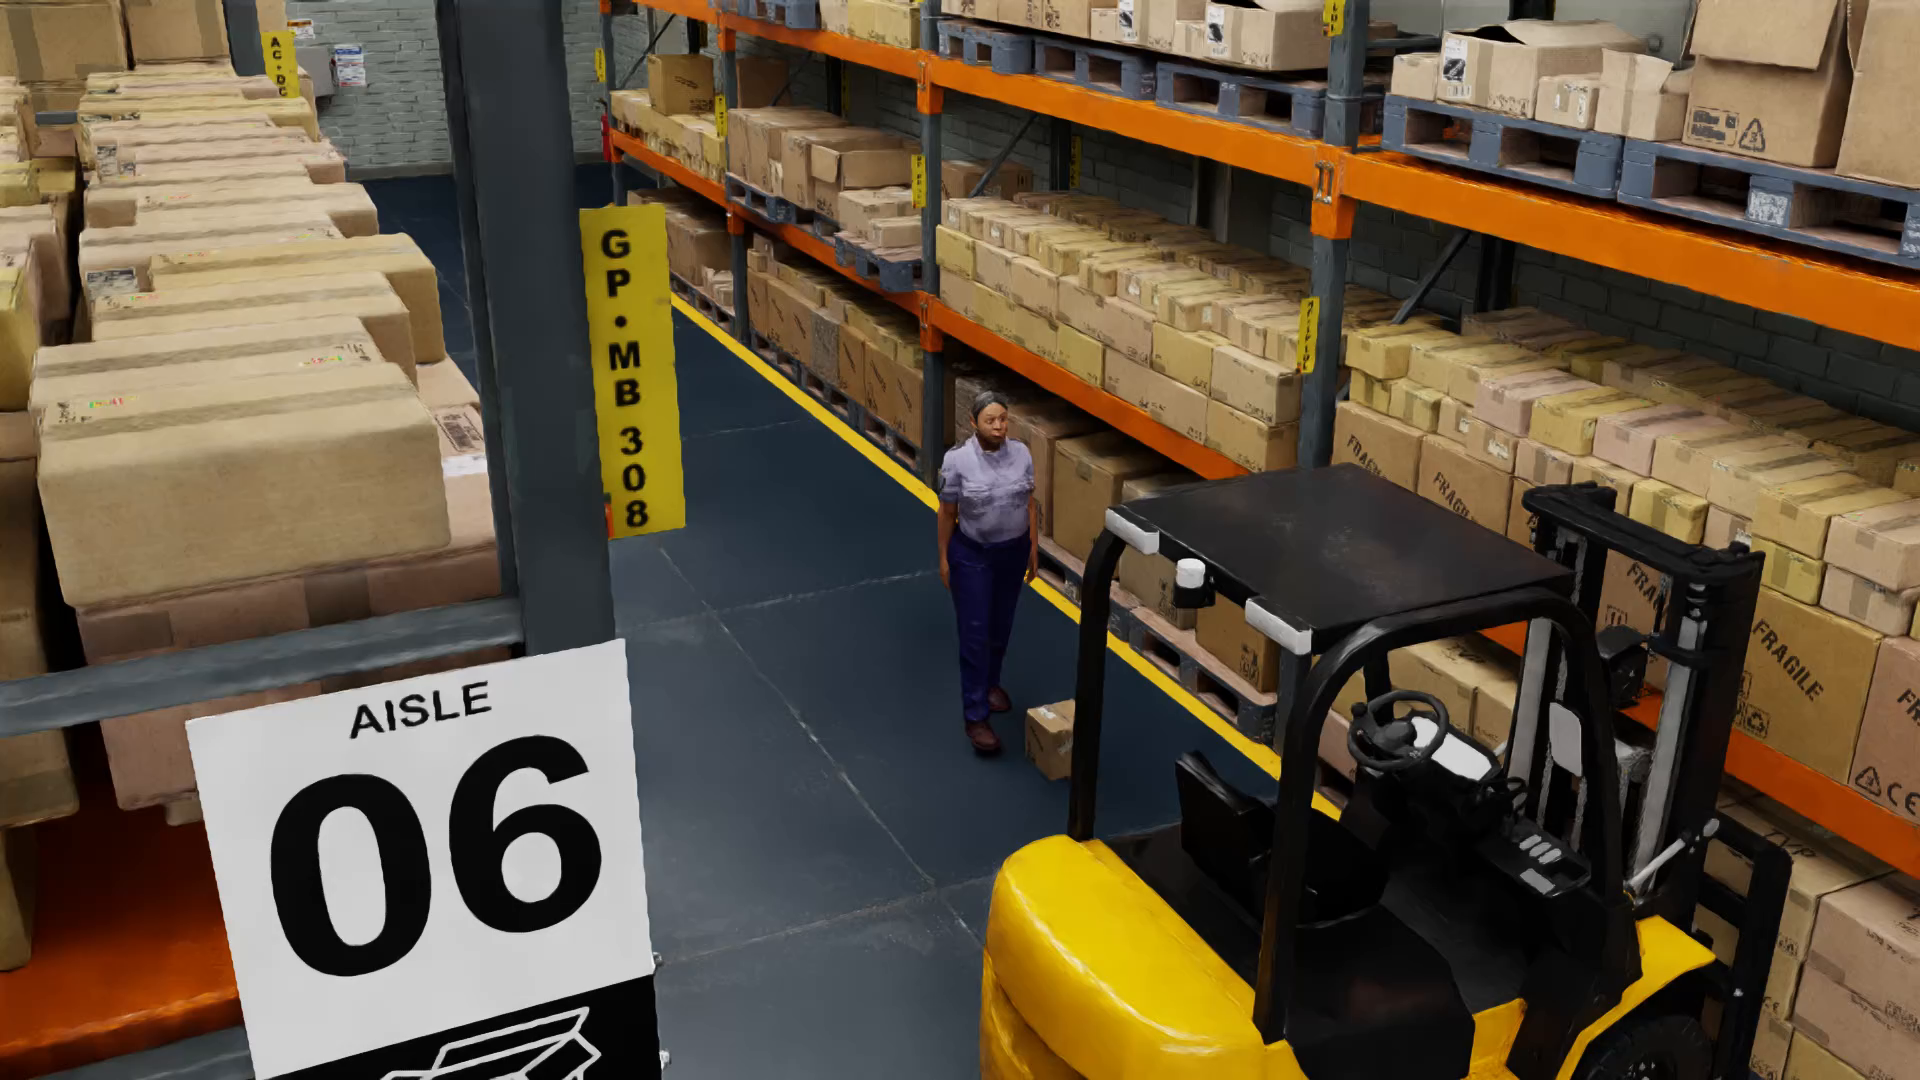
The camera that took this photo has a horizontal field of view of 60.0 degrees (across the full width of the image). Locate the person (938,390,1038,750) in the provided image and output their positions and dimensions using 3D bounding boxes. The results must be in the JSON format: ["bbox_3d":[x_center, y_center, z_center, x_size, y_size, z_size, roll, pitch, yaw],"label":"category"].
[{"bbox_3d":[0.188,0.120,7.810,0.483,1.637,0.694,-10,24,-22],"label":"person"}]
